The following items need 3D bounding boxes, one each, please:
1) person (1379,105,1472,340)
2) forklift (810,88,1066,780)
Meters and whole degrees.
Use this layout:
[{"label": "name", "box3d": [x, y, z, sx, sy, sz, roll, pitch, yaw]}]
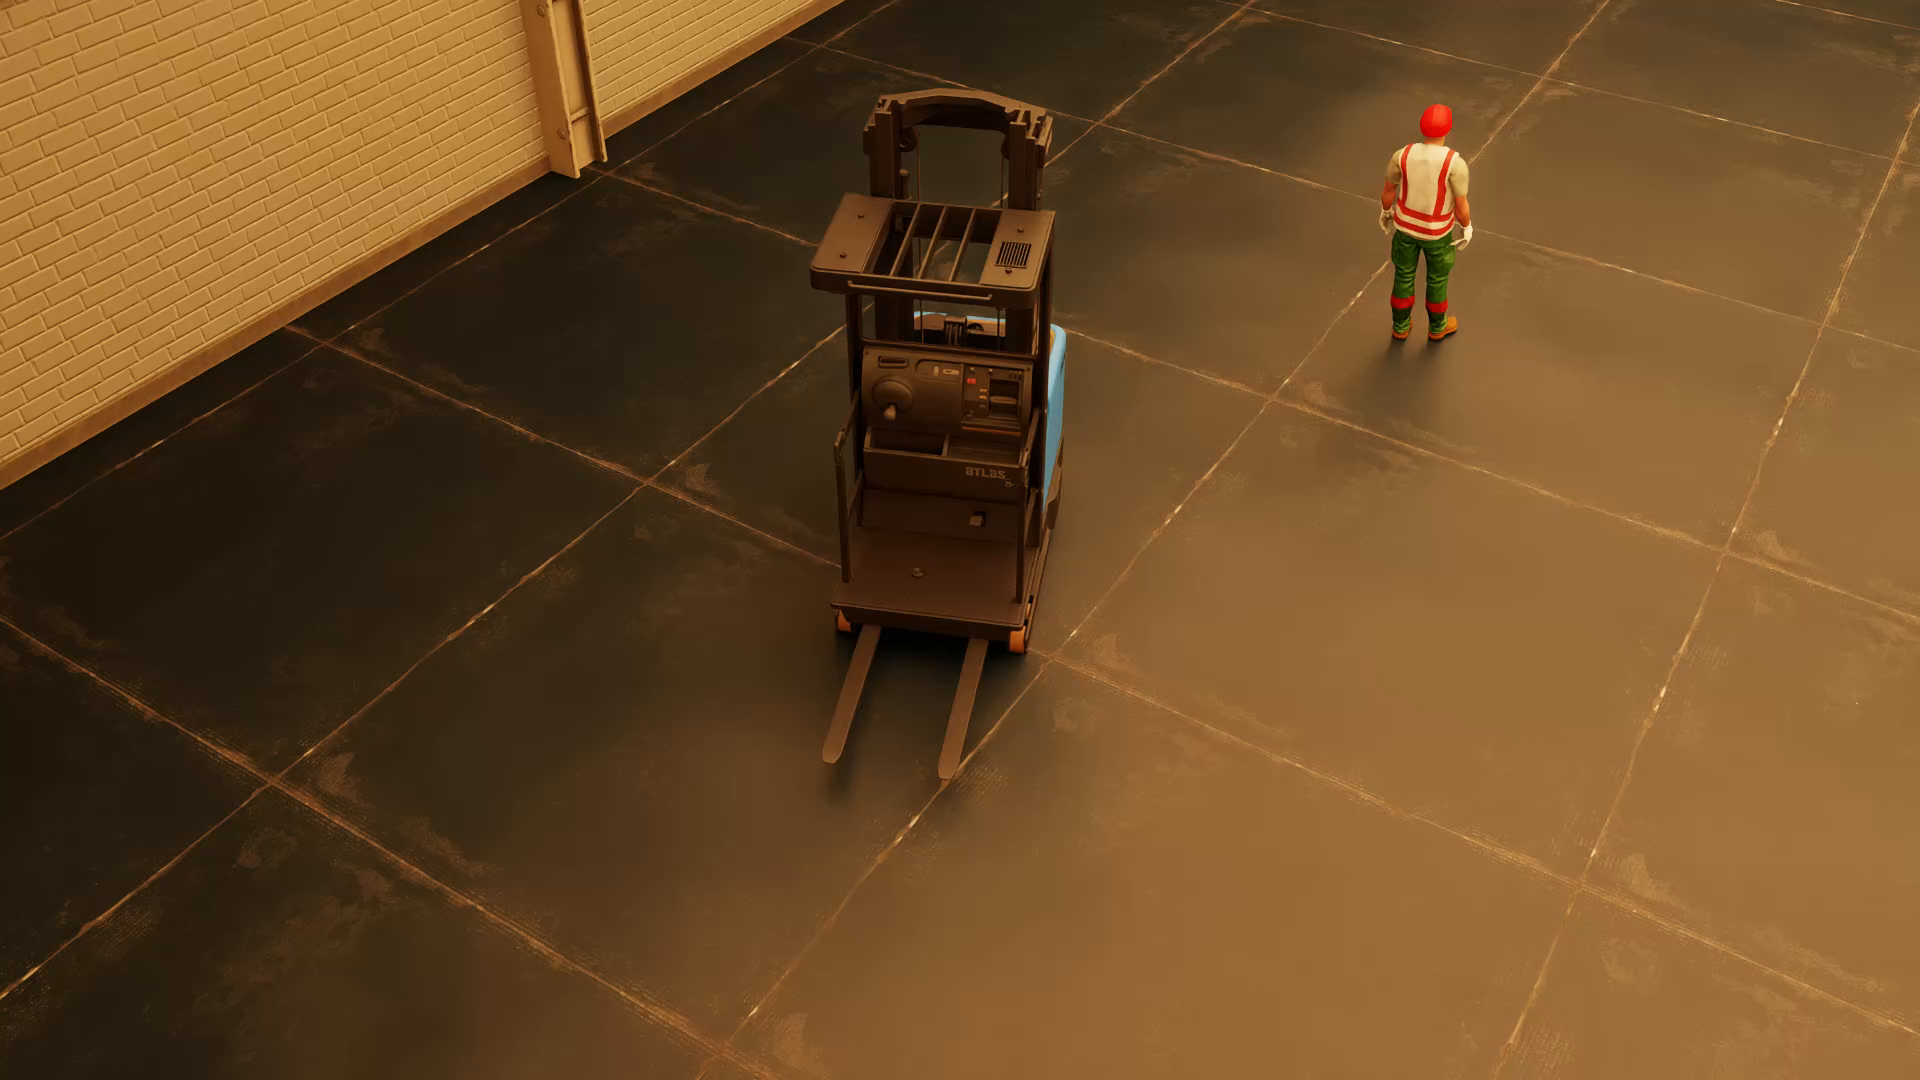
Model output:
[{"label": "person", "box3d": [3.217, -2.188, 11.426, 0.638, 1.785, 0.561, 22, 45, 24]}, {"label": "forklift", "box3d": [-0.108, -0.731, 8.830, 1.130, 2.935, 3.031, 7, 41, 8]}]
